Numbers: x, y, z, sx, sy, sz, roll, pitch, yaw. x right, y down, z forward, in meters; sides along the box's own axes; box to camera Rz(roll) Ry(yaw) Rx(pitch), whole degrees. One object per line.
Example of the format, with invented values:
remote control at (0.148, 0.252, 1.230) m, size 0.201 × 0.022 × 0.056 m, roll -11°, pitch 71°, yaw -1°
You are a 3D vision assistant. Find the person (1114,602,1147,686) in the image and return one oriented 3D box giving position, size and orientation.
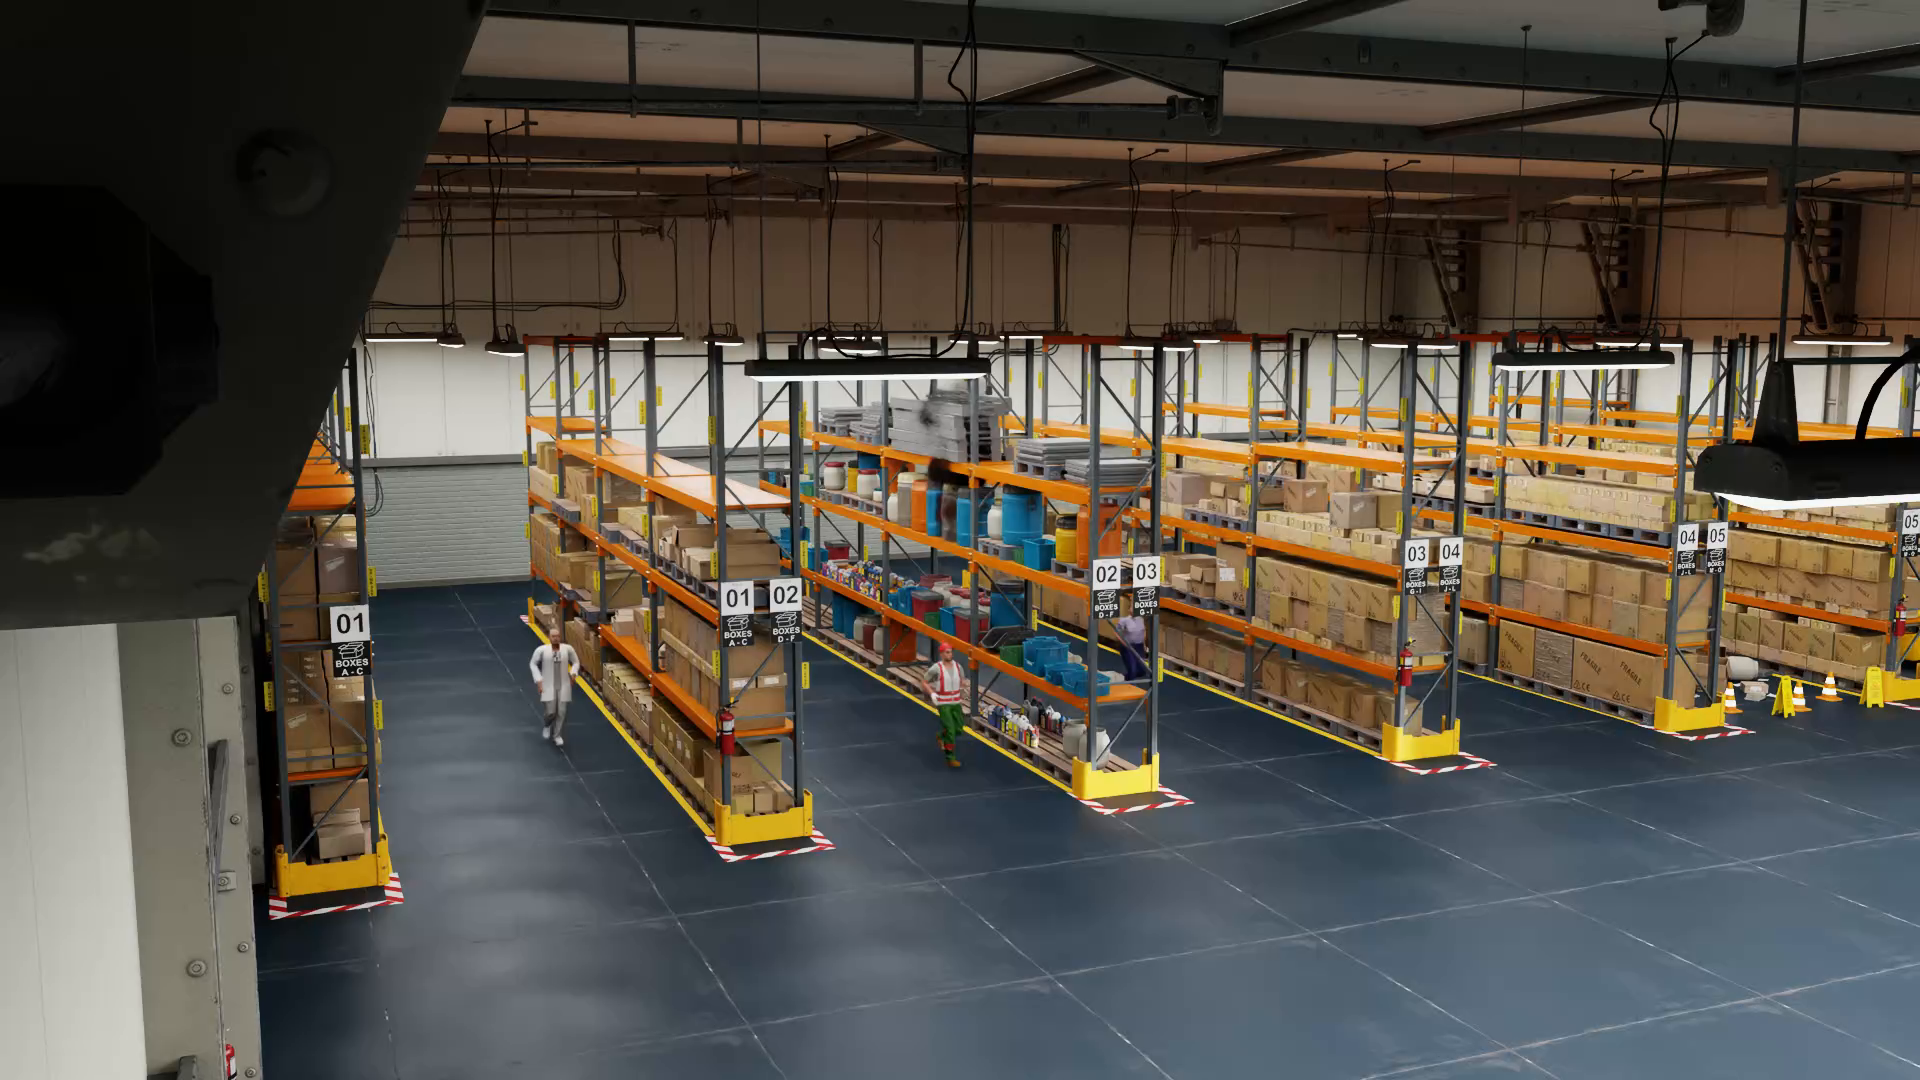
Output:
person at (2.866, 1.837, 27.897) m, size 0.613 × 1.618 × 0.551 m, roll -4°, pitch 8°, yaw -25°

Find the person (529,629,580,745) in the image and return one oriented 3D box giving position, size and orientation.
person at (-6.017, 2.181, 24.807) m, size 0.726 × 1.747 × 0.633 m, roll -3°, pitch 8°, yaw -24°

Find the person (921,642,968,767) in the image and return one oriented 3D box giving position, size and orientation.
person at (-0.197, 2.322, 23.683) m, size 0.663 × 1.747 × 0.780 m, roll -5°, pitch 9°, yaw -31°
